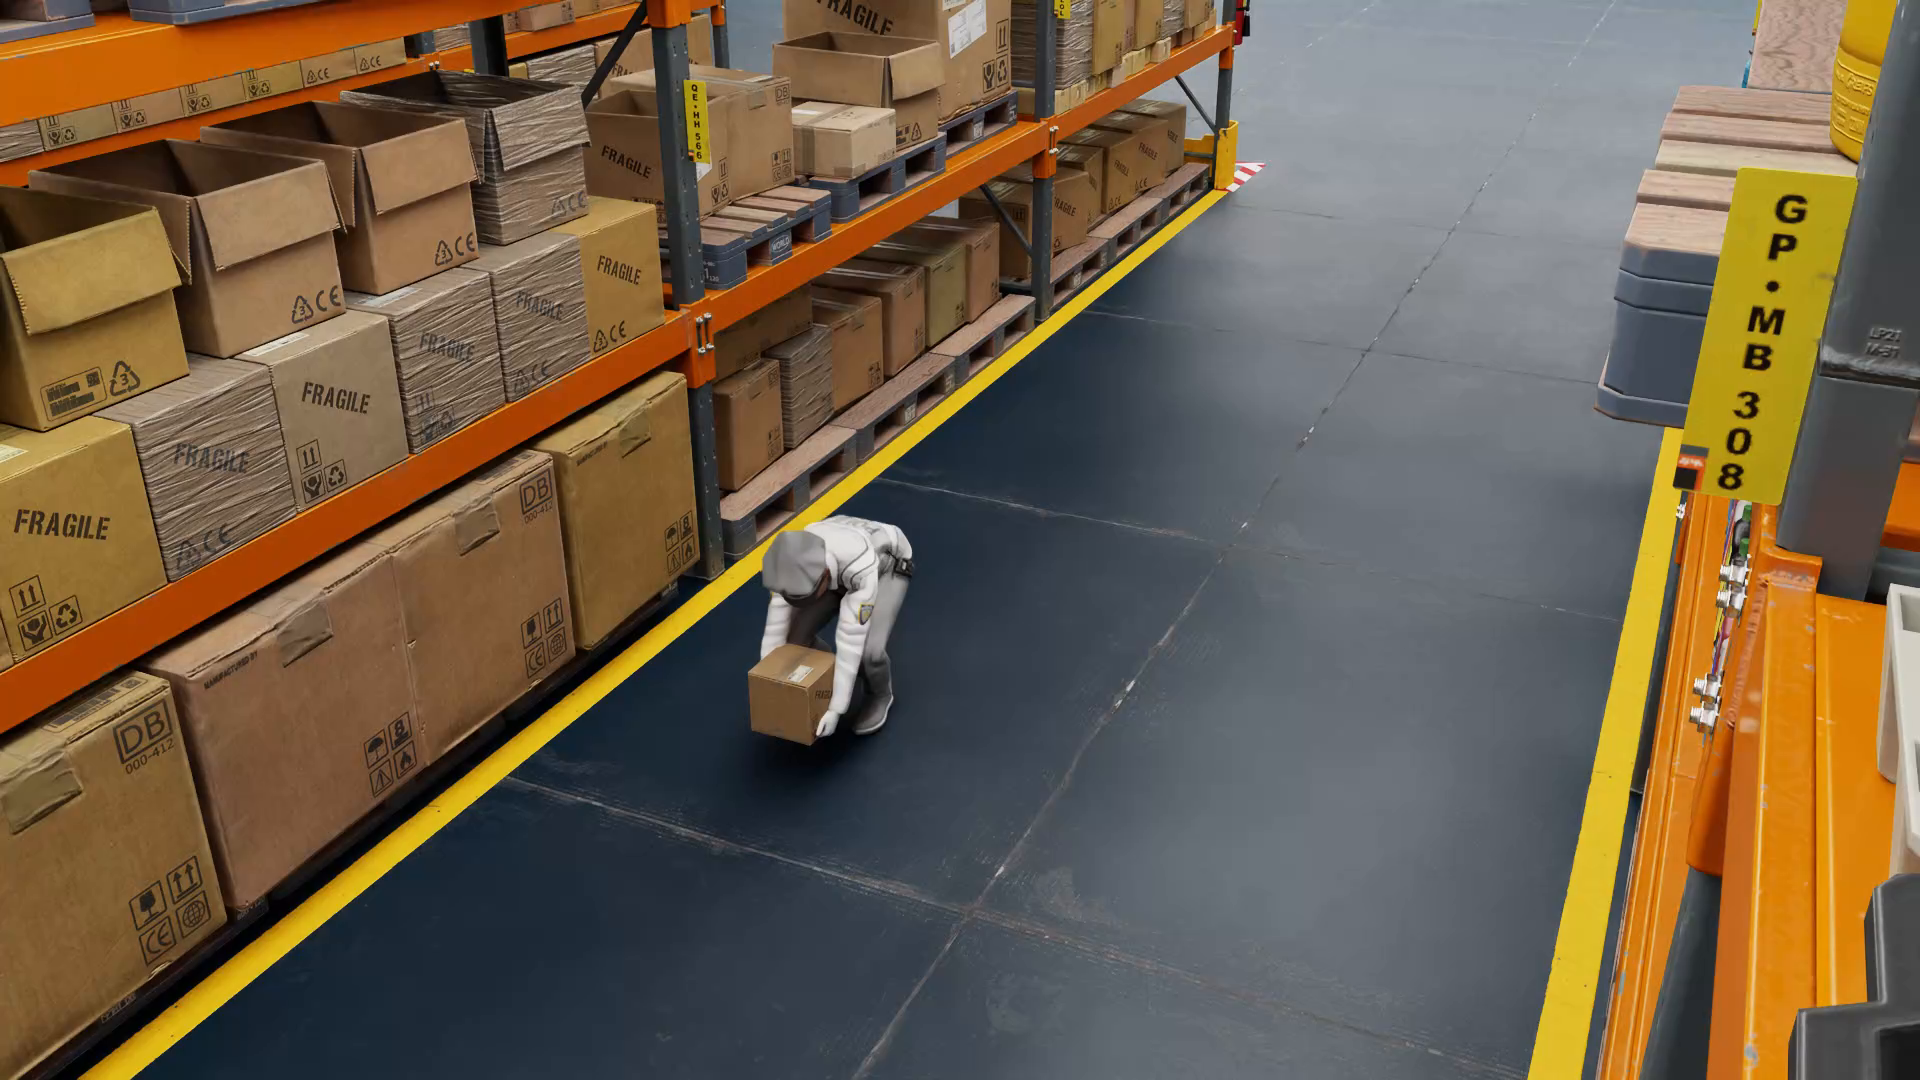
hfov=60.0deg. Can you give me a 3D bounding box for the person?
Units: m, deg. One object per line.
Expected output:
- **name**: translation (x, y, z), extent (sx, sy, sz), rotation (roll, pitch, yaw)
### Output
- **person**: translation (-0.477, 0.292, 6.304), extent (0.457, 0.980, 0.890), rotation (10, 28, 20)
